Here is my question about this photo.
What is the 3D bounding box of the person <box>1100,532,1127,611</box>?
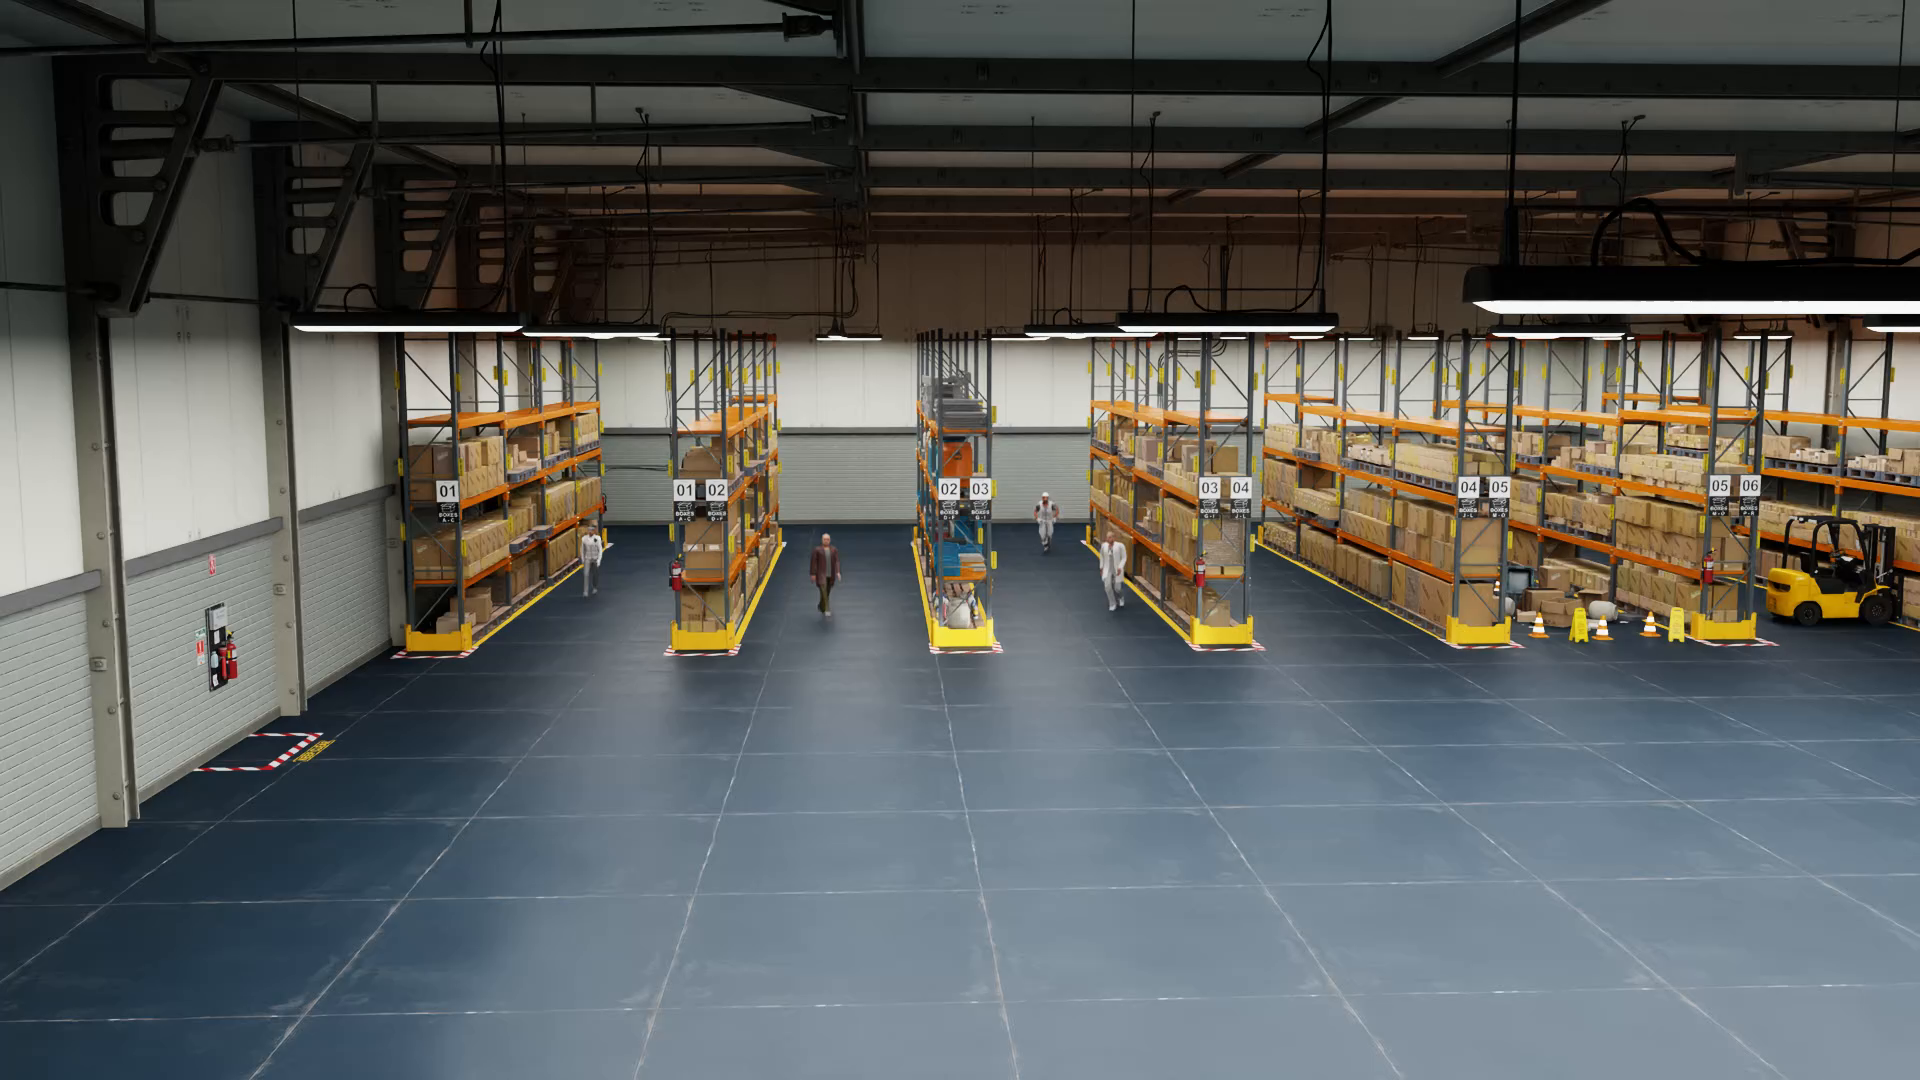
[{"bbox_3d":[3.326,0.647,36.054,0.624,1.694,0.840,2,7,18],"label":"person"}]

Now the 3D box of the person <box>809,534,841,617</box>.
[{"bbox_3d":[-2.783,0.734,34.864,0.600,1.729,1.105,-4,8,-32],"label":"person"}]

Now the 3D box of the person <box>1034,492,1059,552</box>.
[{"bbox_3d":[2.374,-0.492,45.743,0.690,1.677,0.670,1,7,5],"label":"person"}]

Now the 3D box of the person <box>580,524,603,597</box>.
[{"bbox_3d":[-8.363,0.445,37.759,0.499,1.628,0.922,-2,7,-14],"label":"person"}]
